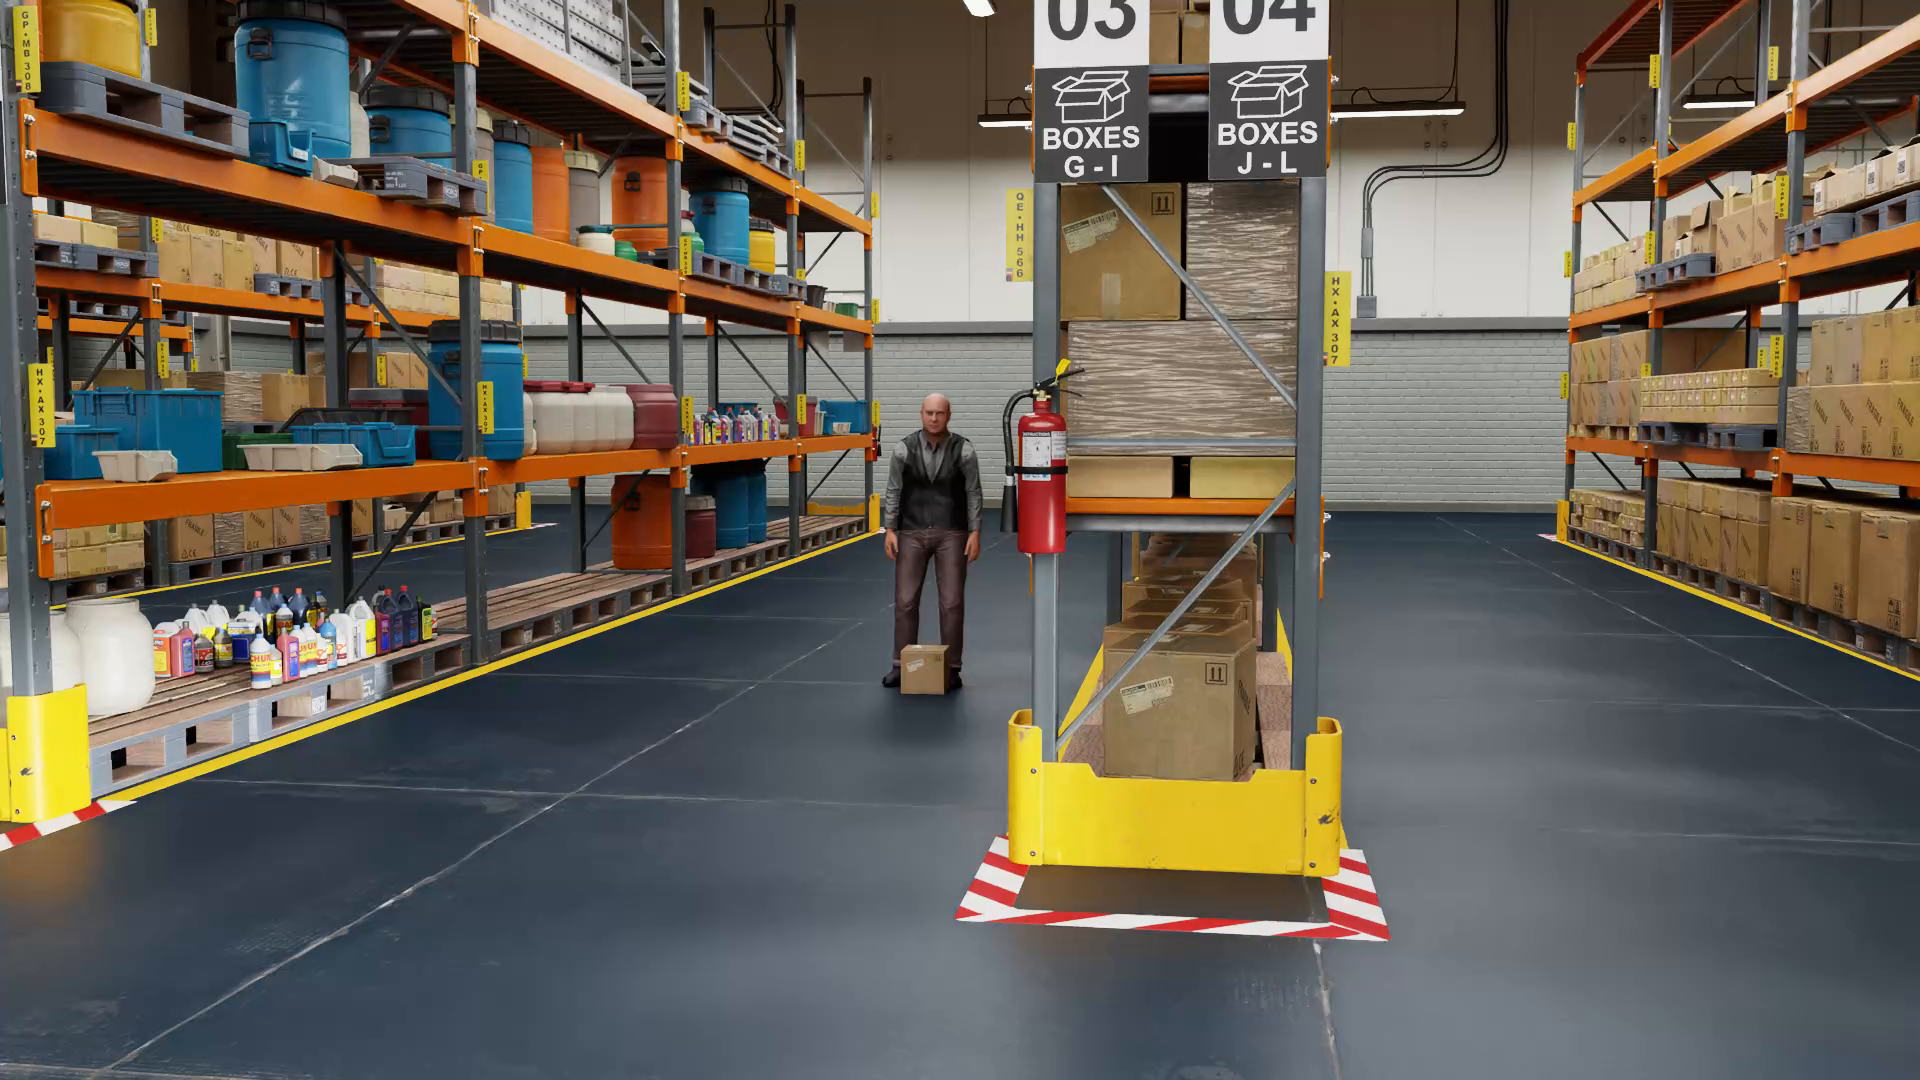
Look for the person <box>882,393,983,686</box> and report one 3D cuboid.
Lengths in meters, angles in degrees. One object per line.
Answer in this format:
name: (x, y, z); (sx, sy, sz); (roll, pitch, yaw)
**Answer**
person: (-0.159, -0.005, 9.853); (0.591, 1.720, 0.425); (0, 4, 5)
